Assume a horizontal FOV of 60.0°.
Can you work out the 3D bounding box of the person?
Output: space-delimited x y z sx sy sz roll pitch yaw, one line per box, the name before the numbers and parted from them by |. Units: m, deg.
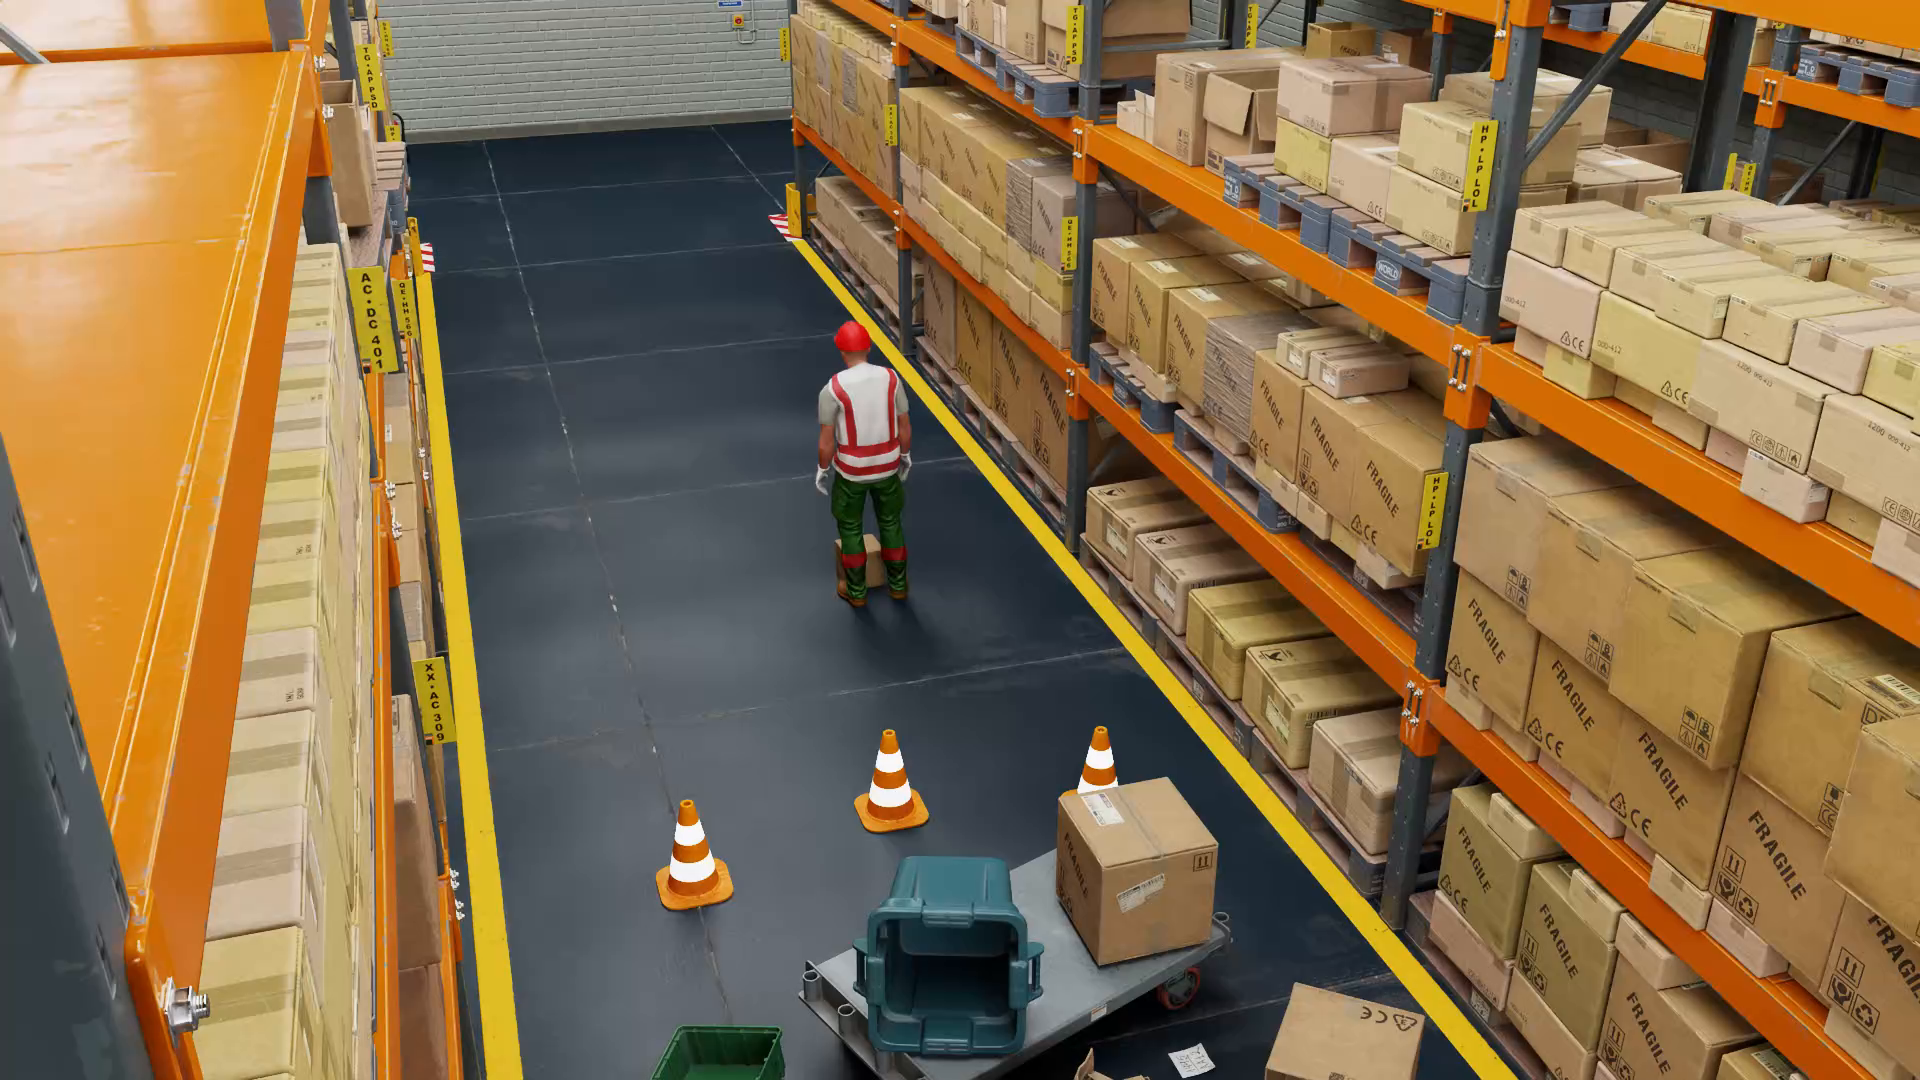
person | -0.575 -0.447 10.010 0.612 1.779 0.452 -10 28 -19
